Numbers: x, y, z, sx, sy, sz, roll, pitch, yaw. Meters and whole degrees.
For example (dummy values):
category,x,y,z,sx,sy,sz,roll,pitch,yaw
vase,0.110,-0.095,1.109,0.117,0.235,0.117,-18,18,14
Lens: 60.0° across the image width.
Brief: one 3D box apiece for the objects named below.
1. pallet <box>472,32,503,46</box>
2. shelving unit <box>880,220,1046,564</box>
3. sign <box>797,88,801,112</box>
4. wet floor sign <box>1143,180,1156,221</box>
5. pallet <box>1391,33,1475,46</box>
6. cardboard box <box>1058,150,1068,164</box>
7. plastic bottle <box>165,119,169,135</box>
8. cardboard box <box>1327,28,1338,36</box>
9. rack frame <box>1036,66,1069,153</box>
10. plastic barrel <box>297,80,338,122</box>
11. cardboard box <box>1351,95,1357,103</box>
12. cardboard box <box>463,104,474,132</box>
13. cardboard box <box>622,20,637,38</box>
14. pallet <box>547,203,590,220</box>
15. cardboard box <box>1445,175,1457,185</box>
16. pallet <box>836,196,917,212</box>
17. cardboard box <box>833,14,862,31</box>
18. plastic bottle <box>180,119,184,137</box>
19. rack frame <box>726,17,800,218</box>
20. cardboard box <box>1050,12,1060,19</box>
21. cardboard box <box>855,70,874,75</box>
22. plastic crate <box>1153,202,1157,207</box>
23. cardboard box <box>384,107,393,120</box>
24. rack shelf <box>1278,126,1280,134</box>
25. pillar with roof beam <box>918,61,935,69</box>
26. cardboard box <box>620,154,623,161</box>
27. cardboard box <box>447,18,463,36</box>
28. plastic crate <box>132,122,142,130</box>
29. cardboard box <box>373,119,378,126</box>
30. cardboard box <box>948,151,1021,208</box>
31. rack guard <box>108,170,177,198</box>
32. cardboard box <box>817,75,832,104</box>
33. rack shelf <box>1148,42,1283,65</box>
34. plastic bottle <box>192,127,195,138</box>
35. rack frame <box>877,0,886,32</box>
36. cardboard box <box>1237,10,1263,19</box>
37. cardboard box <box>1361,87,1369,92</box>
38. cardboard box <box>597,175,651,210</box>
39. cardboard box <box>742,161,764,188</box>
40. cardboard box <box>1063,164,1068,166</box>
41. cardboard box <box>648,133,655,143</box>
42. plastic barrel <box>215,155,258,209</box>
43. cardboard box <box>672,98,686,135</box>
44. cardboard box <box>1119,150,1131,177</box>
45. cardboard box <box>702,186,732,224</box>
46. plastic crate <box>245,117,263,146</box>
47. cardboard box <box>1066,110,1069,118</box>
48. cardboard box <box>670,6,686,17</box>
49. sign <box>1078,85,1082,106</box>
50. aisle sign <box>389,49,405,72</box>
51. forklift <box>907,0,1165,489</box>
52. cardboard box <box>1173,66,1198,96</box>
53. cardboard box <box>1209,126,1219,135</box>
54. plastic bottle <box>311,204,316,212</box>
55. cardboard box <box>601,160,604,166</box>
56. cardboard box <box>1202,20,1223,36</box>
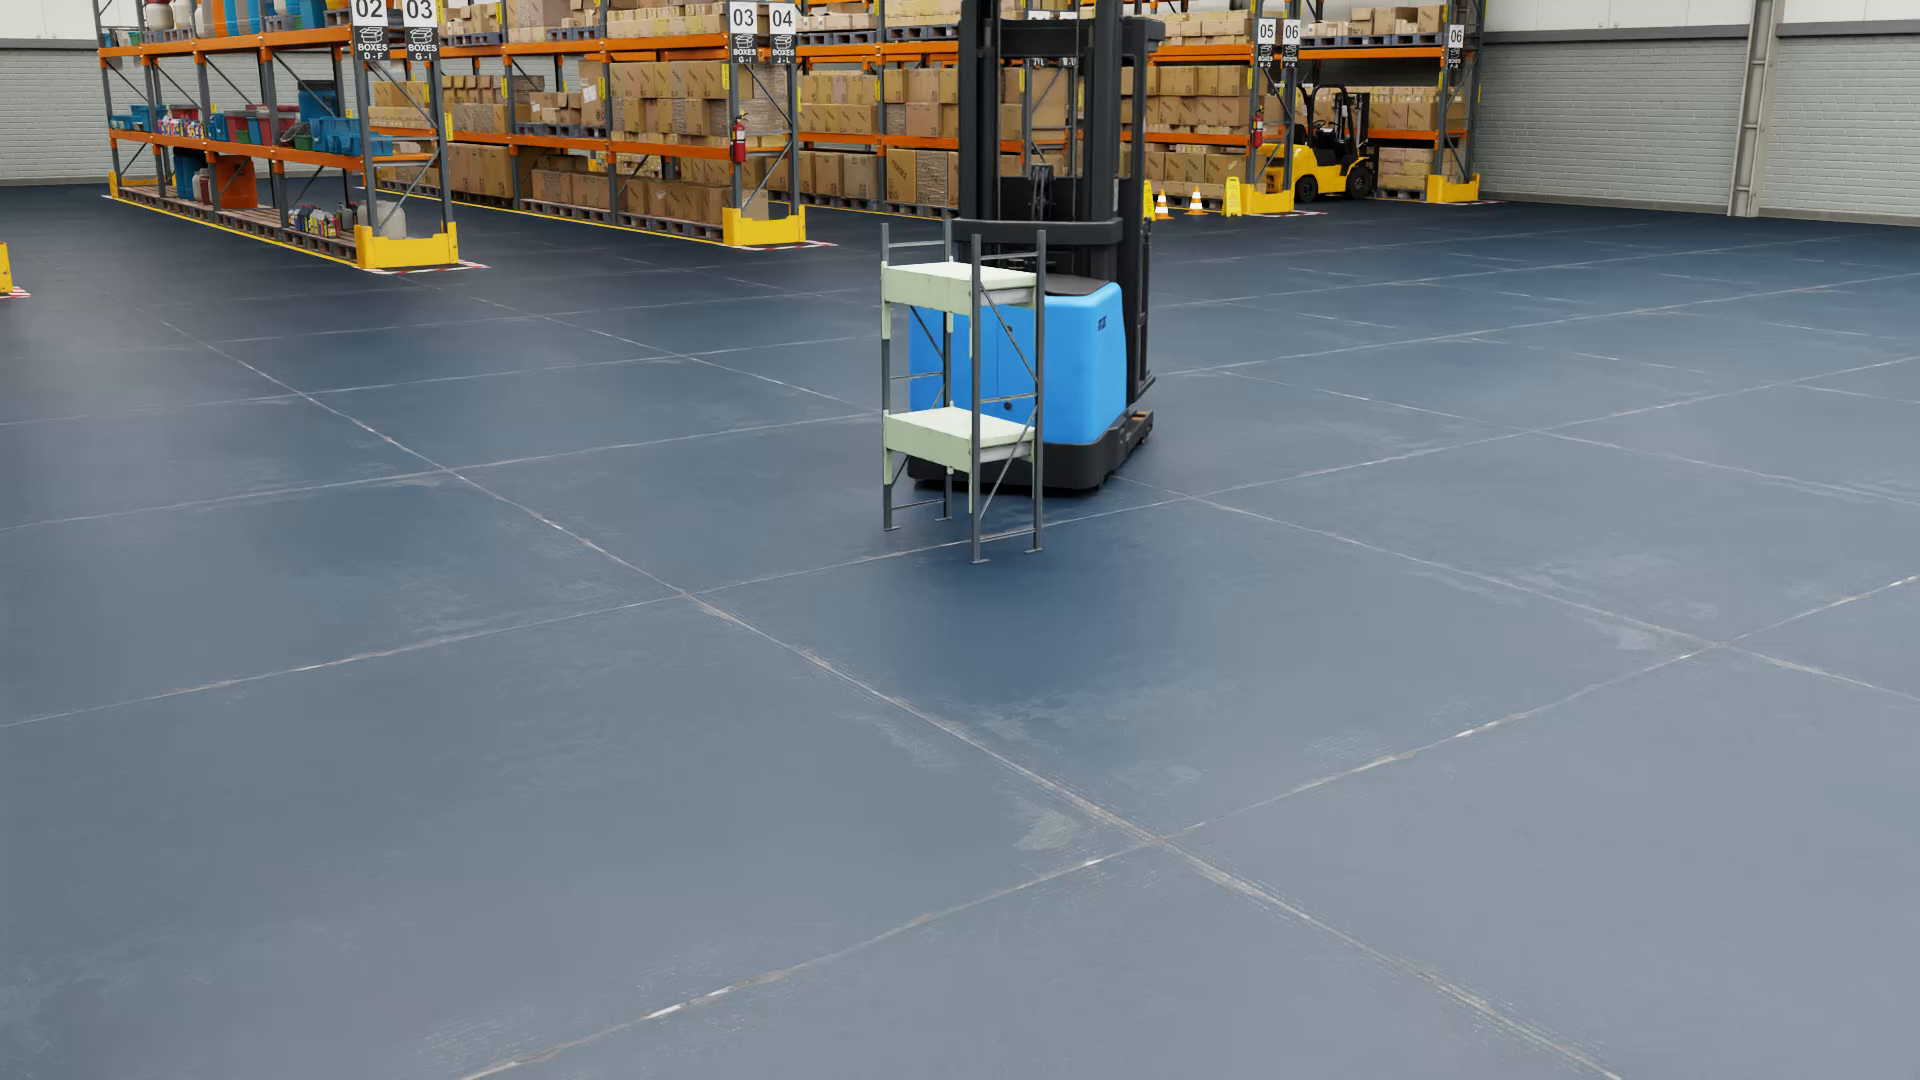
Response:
category,x,y,z,sx,sy,sz,roll,pitch,yaw
pallet,-7.809,-8.782,29.157,1.213,0.211,1.003,-10,18,-32
shelving unit,0.004,-0.722,7.873,0.431,1.500,0.755,-11,19,-35
sign,-2.245,-6.091,23.008,0.100,0.325,0.005,-11,19,-35
wet floor sign,3.006,-5.503,26.960,0.232,0.644,0.267,14,21,42
pallet,8.950,-9.458,31.435,1.003,0.211,1.213,-11,19,-35
cardboard box,2.713,-9.208,39.975,0.500,0.500,0.500,-11,19,-35
plastic bottle,-13.521,-7.056,28.416,0.097,0.271,0.097,0,15,0
cardboard box,7.463,-10.022,32.820,0.380,0.149,0.250,-10,18,-33
rack frame,2.289,-10.461,40.615,1.000,3.000,0.127,-11,19,-35
plastic barrel,-9.024,-6.046,23.534,0.600,0.901,0.708,-11,19,-35
cardboard box,7.861,-8.672,32.659,0.380,0.149,0.250,-11,19,-36
cardboard box,-8.773,-7.739,30.481,0.500,0.500,0.500,-10,18,-33
cardboard box,-4.663,-7.570,24.653,0.500,0.250,0.500,-11,19,-35
pallet,-6.216,-5.525,27.863,1.003,0.211,1.213,-11,19,-35
cardboard box,9.214,-6.910,32.054,0.500,0.250,0.500,-11,19,-34
pallet,-1.479,-6.000,29.597,1.003,0.211,1.213,-11,19,-35
cardboard box,-1.868,-9.046,29.063,0.500,0.250,0.500,-11,19,-35
plastic bottle,-12.836,-6.805,27.476,0.061,0.283,0.133,-11,19,-35
rack frame,-2.684,-5.589,22.815,1.000,3.000,0.127,-11,19,-35
cardboard box,1.445,-8.037,25.567,0.380,0.149,0.250,-11,19,-34
cardboard box,-2.162,-10.549,37.626,0.380,0.149,0.250,-11,19,-36
plastic crate,3.240,-6.111,30.251,0.583,0.080,0.402,10,18,33
cardboard box,-11.424,-8.715,33.955,0.500,0.250,0.500,-12,19,-36
rack shelf,5.817,-8.833,36.029,1.077,0.370,4.000,-11,19,-35
pillar with roof beam,-4.401,-14.256,43.117,9.100,9.000,0.400,-11,19,-35
cardboard box,-7.315,-8.489,36.888,0.380,0.149,0.250,-10,18,-32
cardboard box,-9.167,-9.510,30.830,0.500,0.311,0.500,-12,19,-36
plastic crate,-15.013,-7.610,30.583,0.293,0.136,0.466,-11,19,-35
cardboard box,-11.998,-8.703,34.668,0.380,0.149,0.250,-11,19,-35
cardboard box,0.416,-5.837,26.951,0.875,0.875,0.875,-11,19,-35
rack guard,-16.123,-7.034,32.830,1.175,0.500,0.348,-11,19,-35
cardboard box,-2.158,-8.153,30.098,0.700,0.500,0.500,-11,19,-35
rack shelf,4.156,-8.654,29.694,1.077,0.370,4.000,-11,19,-35
plastic bottle,-12.338,-6.592,26.856,0.097,0.201,0.097,0,15,0
rack frame,-0.964,-10.085,27.878,1.000,3.000,0.127,-11,19,-35
cardboard box,4.894,-8.864,28.063,0.380,0.149,0.250,-11,19,-34
cardboard box,8.057,-8.774,32.468,0.380,0.149,0.250,-11,19,-34
cardboard box,-5.380,-5.584,26.699,0.700,0.500,0.500,-13,20,-39
cardboard box,-3.915,-7.143,32.430,0.500,0.500,0.500,-11,19,-35
cardboard box,1.834,-7.329,33.355,0.950,0.372,0.625,-10,18,-33
cardboard box,-4.398,-5.966,24.669,0.380,0.149,0.250,-11,19,-35
plastic barrel,-11.696,-5.786,26.850,0.600,0.830,0.708,-11,19,-35
cardboard box,-3.635,-6.104,23.944,0.875,0.500,0.500,-11,19,-35
cardboard box,3.109,-7.052,31.151,0.500,0.500,0.500,-10,18,-32
cardboard box,-3.417,-4.844,24.033,0.500,0.500,0.500,-6,16,-20
plastic crate,-9.943,-5.854,23.813,0.392,0.384,0.575,-11,19,-35
cardboard box,2.133,-8.238,32.175,0.380,0.149,0.250,-11,19,-35
cardboard box,-3.859,-7.446,23.445,0.380,0.149,0.250,-12,19,-37
sign,1.840,-6.878,25.734,0.100,0.325,0.005,-11,19,-35
aisle sign,-11.891,-10.322,35.181,0.394,0.787,0.004,-11,19,-35
forklift,0.591,-2.029,9.938,1.130,2.935,3.031,4,16,15
cardboard box,4.180,-8.079,29.264,0.700,0.500,0.500,-11,19,-35
cardboard box,4.567,-7.148,28.985,0.380,0.149,0.250,-11,19,-35
plastic bottle,-8.787,-4.395,22.635,0.144,0.351,0.185,-11,19,-35
cardboard box,-7.920,-8.573,37.759,0.380,0.149,0.250,-10,18,-32
cardboard box,4.529,-8.822,28.667,0.500,0.250,0.500,-11,19,-35
